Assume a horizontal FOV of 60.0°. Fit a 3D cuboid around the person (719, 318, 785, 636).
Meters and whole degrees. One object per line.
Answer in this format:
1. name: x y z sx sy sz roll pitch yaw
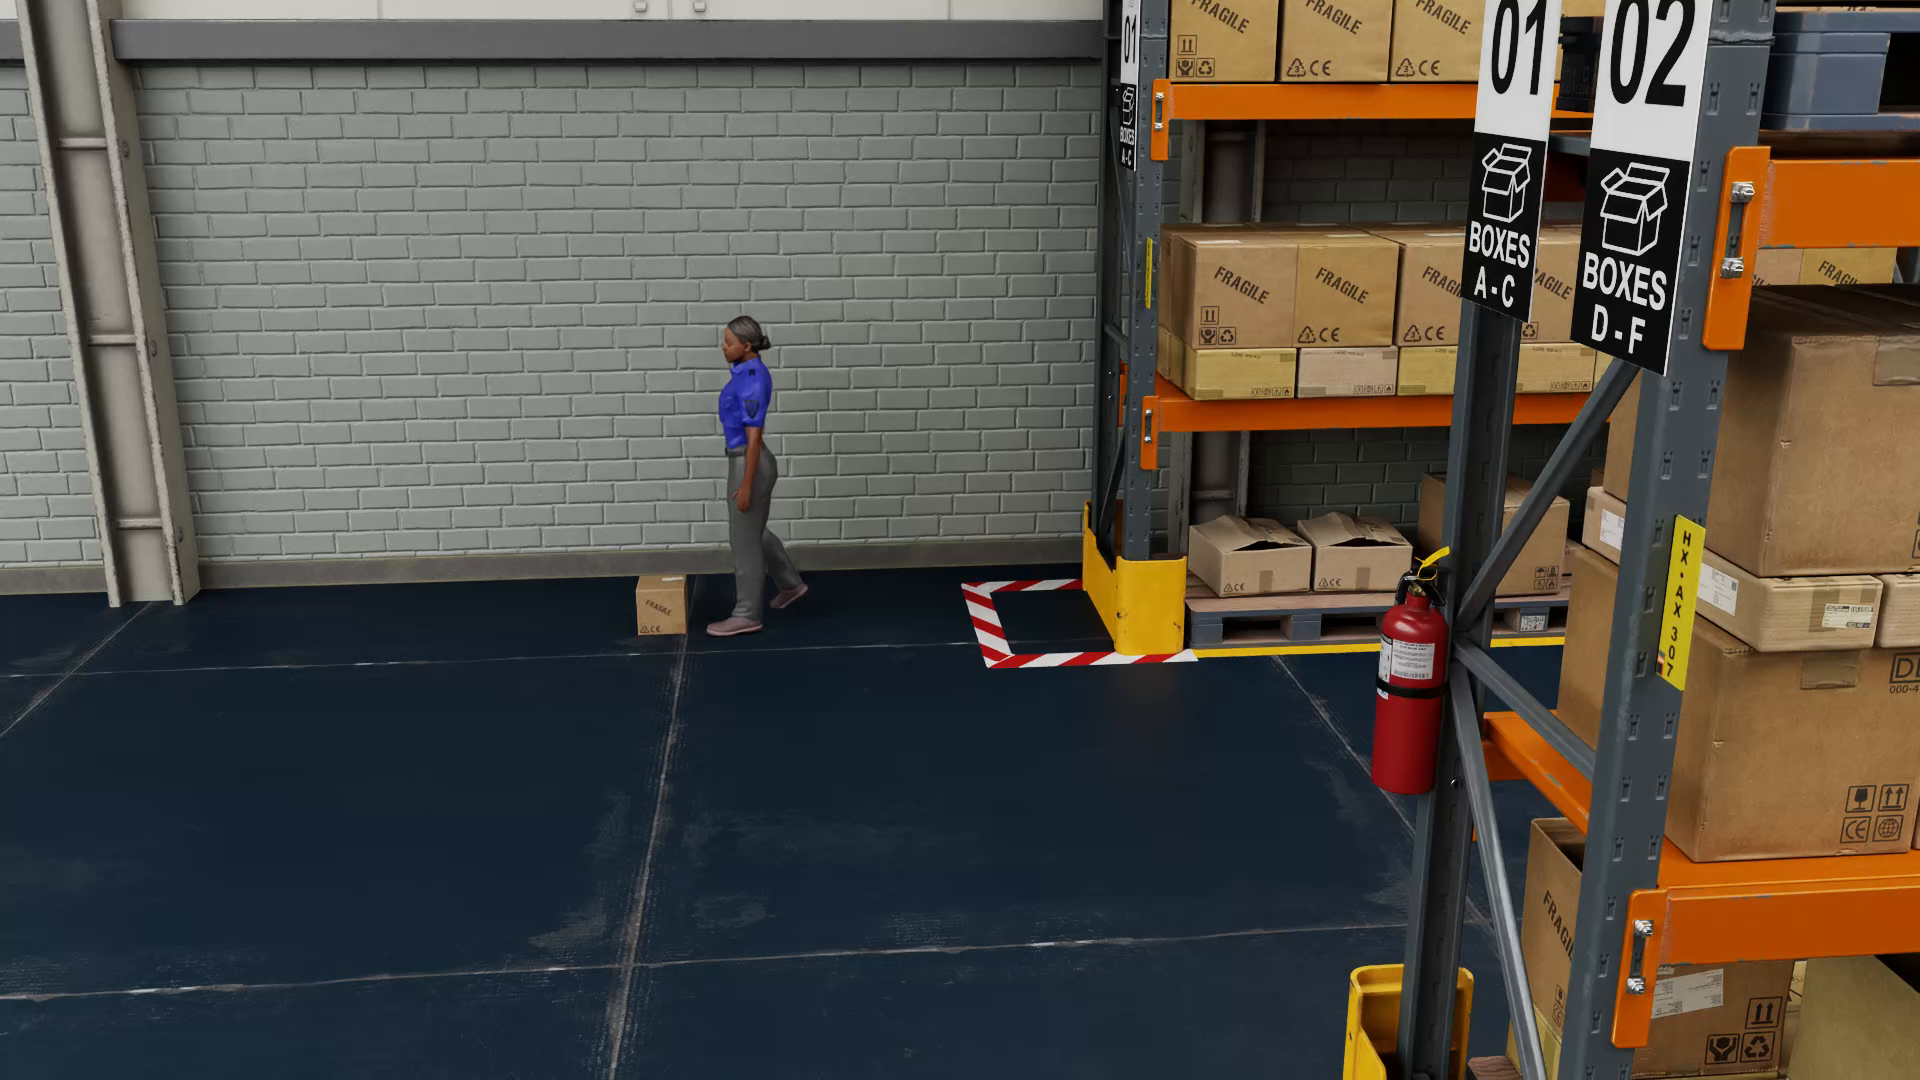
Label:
1. person: -1.094 -0.325 8.657 0.306 1.672 0.441 -1 17 -4
